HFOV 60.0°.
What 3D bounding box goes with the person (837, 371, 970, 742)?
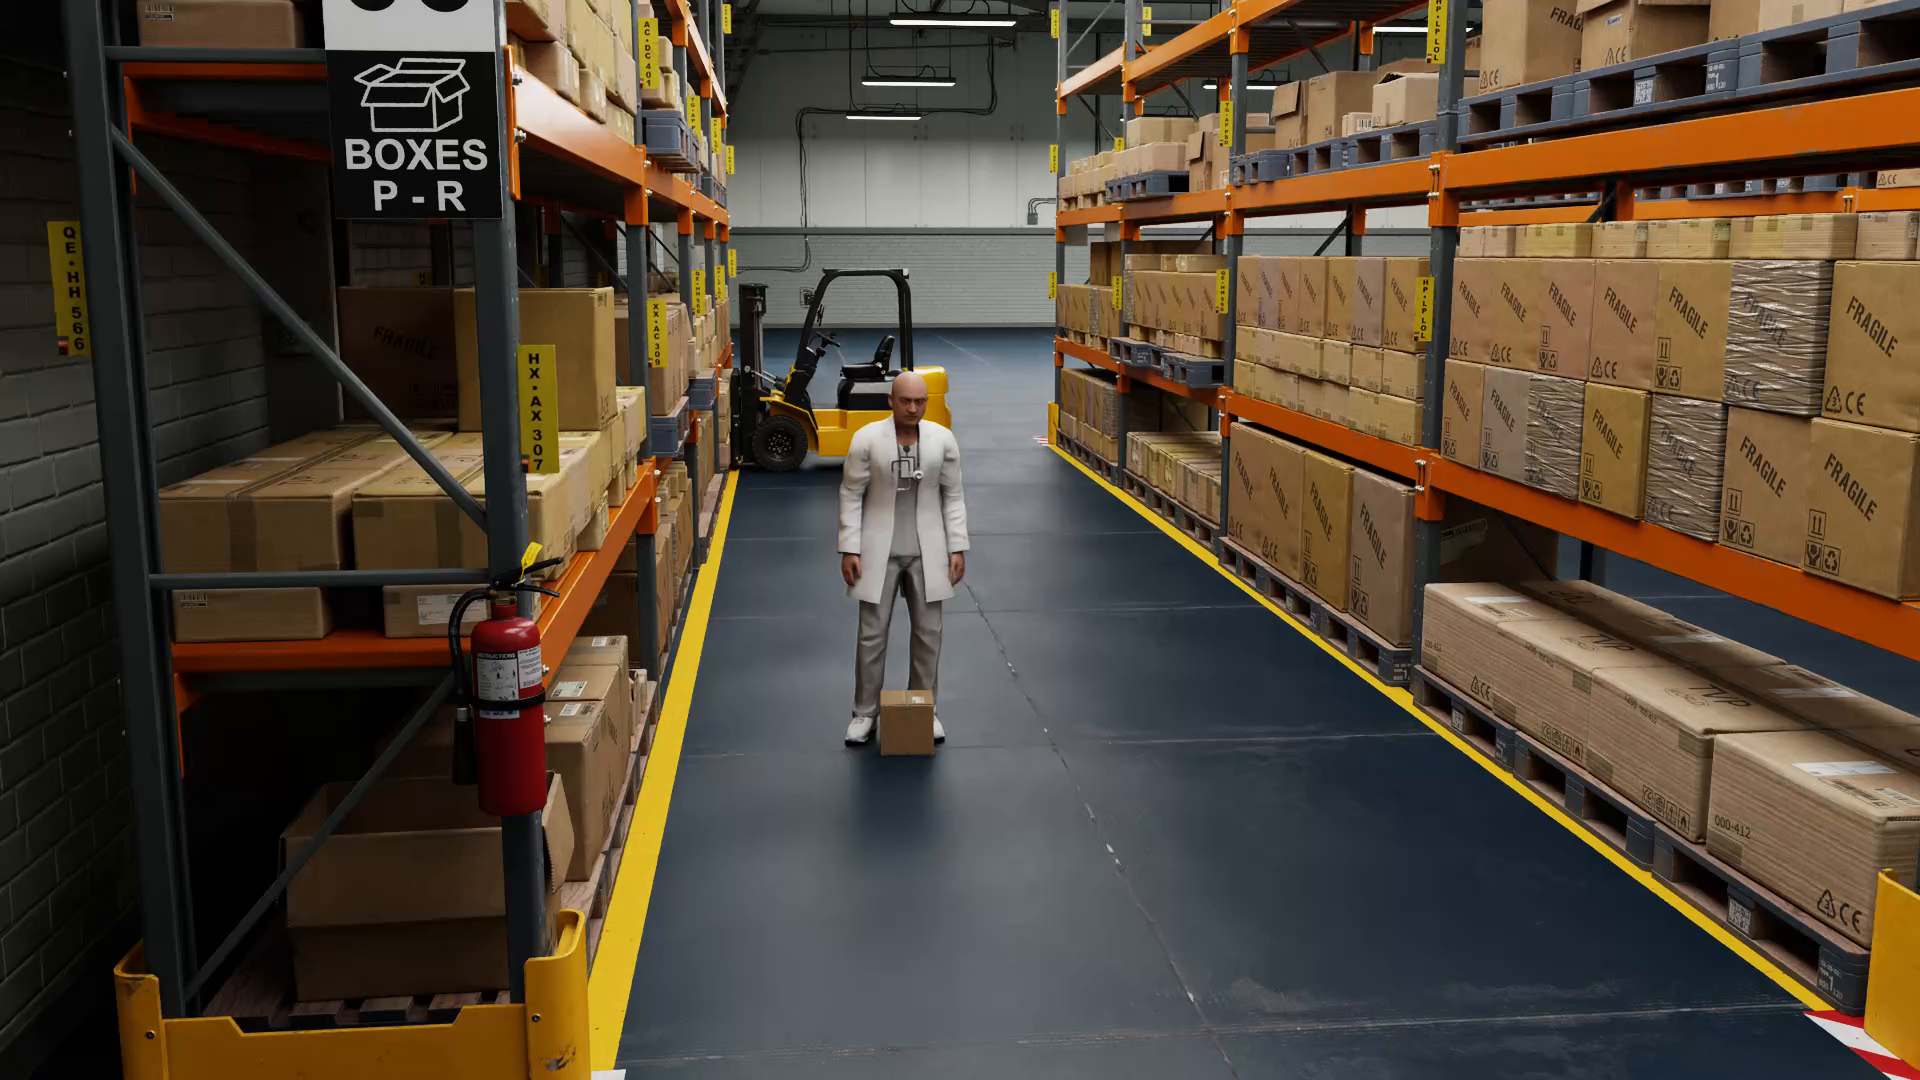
[{"bbox_3d":[-0.271,0.074,8.019,0.650,1.773,0.429,-2,10,-10],"label":"person"}]
